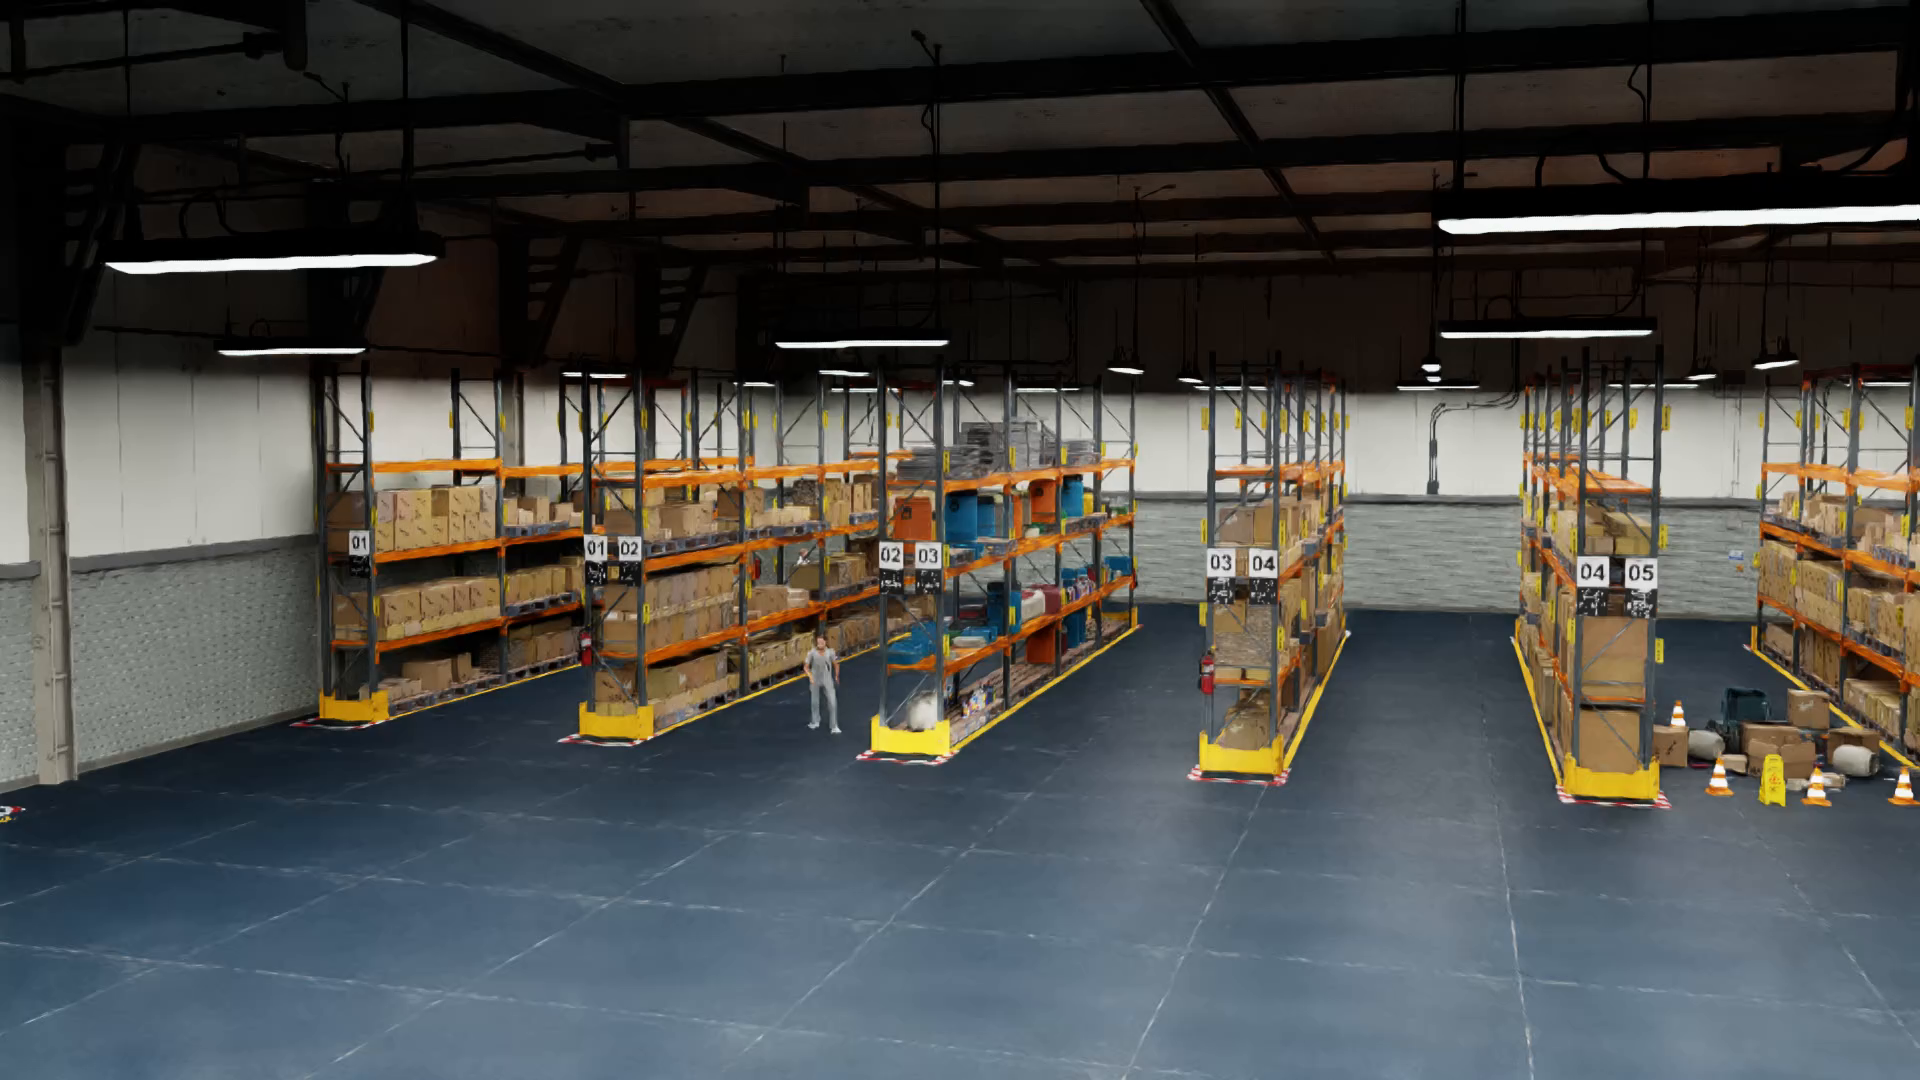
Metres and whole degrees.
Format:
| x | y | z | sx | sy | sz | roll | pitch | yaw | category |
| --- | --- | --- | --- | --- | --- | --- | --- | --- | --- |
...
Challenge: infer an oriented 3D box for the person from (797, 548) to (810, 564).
| x | y | z | sx | sy | sz | roll | pitch | yaw | category |
| --- | --- | --- | --- | --- | --- | --- | --- | --- | --- |
| -3.902 | 1.201 | 41.860 | 0.436 | 1.590 | 0.707 | 1 | 4 | 16 | person |

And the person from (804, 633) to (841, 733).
| x | y | z | sx | sy | sz | roll | pitch | yaw | category |
| --- | --- | --- | --- | --- | --- | --- | --- | --- | --- |
| -2.201 | 2.275 | 26.806 | 0.609 | 1.601 | 0.817 | 0 | 4 | -1 | person |
